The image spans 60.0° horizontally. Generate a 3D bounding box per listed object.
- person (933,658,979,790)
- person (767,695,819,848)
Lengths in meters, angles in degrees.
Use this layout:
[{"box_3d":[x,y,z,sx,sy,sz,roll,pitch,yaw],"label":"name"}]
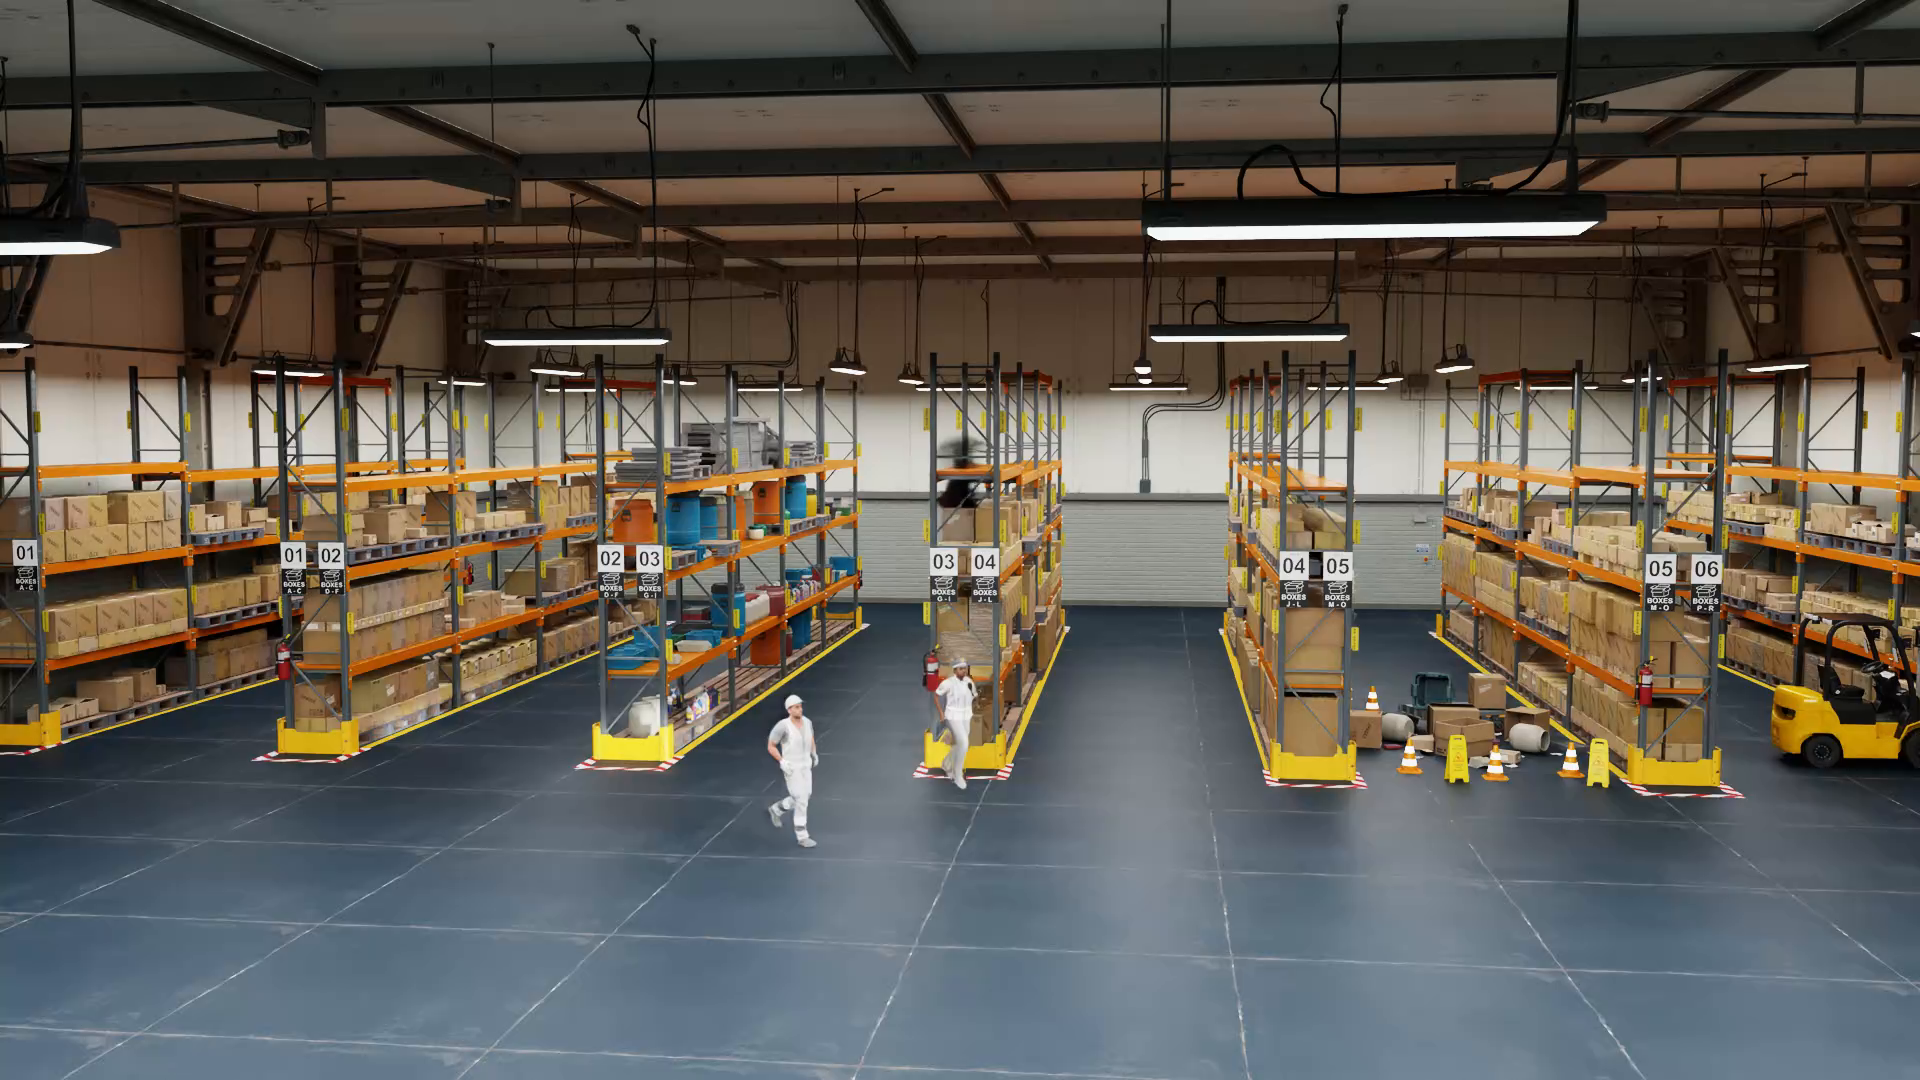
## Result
[{"box_3d":[-0.016,2.431,22.249,0.522,1.744,0.781,-3,5,-39],"label":"person"},{"box_3d":[-1.987,2.710,19.728,0.828,1.777,0.652,4,5,42],"label":"person"}]
